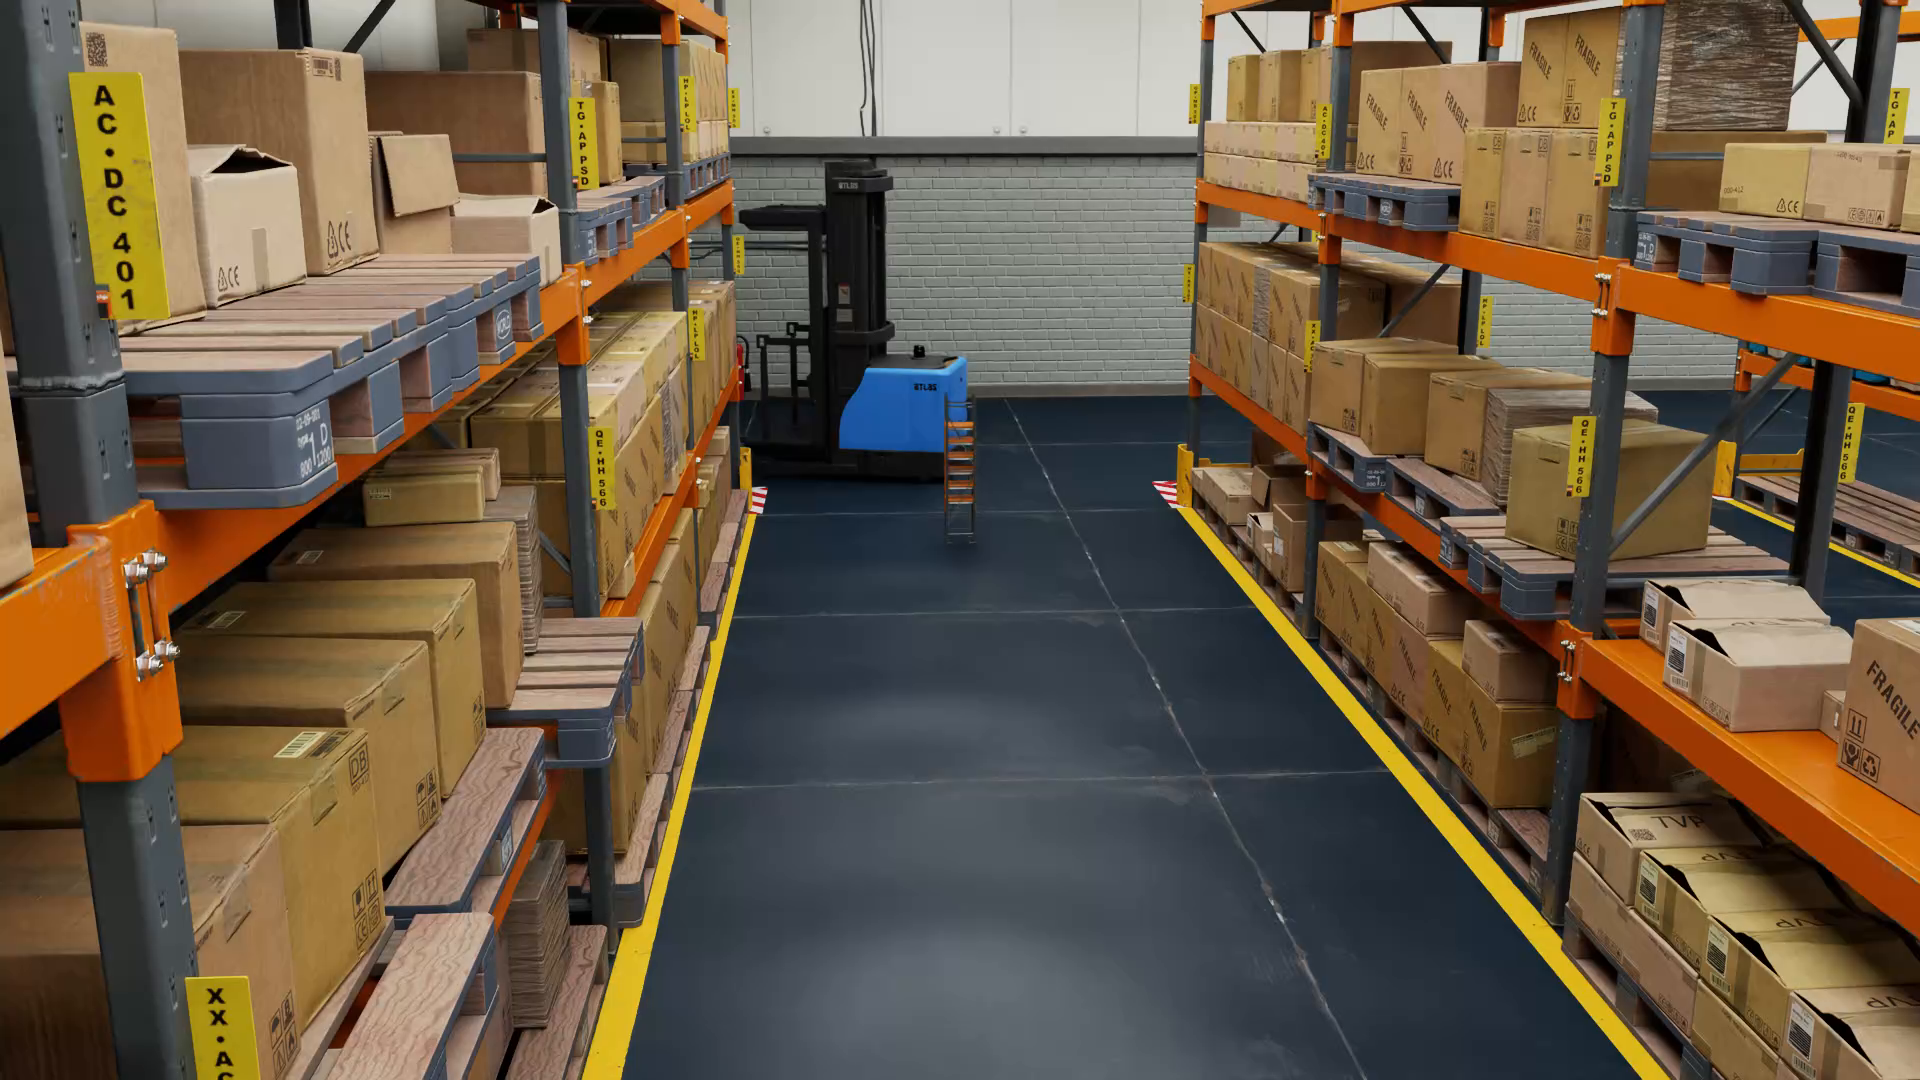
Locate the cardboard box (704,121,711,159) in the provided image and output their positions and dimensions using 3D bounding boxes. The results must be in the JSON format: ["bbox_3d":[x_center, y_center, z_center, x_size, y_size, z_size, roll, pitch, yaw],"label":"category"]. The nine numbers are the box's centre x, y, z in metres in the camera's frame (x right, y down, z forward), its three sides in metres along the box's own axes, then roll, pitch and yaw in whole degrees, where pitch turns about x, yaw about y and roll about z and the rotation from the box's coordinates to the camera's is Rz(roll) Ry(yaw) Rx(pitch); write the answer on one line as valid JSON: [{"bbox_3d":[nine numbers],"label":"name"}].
[{"bbox_3d":[-2.008,-2.799,11.624,0.500,0.250,0.500,-1,14,-5],"label":"cardboard box"}]

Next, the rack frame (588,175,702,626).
[{"bbox_3d":[-2.171,-0.737,10.371,1.000,3.000,0.127,-1,14,-3],"label":"rack frame"}]

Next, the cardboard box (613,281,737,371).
[{"bbox_3d":[-2.378,-1.750,13.707,0.980,0.700,0.700,0,14,-1],"label":"cardboard box"}]

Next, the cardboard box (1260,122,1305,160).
[{"bbox_3d":[2.415,-2.802,11.675,0.500,0.250,0.500,-1,14,-3],"label":"cardboard box"}]

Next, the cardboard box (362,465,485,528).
[{"bbox_3d":[-1.838,-0.153,5.715,0.380,0.149,0.250,-3,15,-13],"label":"cardboard box"}]

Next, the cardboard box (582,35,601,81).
[{"bbox_3d":[-2.248,-2.593,8.978,0.500,0.250,0.500,0,14,1],"label":"cardboard box"}]

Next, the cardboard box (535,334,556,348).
[{"bbox_3d":[-2.328,-0.929,8.776,0.500,0.250,0.500,-1,14,-5],"label":"cardboard box"}]

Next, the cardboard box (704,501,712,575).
[{"bbox_3d":[-2.143,-0.042,11.845,0.700,0.500,0.500,-1,14,-4],"label":"cardboard box"}]

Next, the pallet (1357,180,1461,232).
[{"bbox_3d":[2.810,-1.755,8.684,1.213,0.211,1.003,-1,14,-3],"label":"pallet"}]

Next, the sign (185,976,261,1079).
[{"bbox_3d":[-1.135,0.823,2.570,0.100,0.325,0.005,-1,14,-3],"label":"sign"}]

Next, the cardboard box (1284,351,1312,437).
[{"bbox_3d":[2.485,-0.983,11.127,0.500,0.500,0.500,-1,14,-3],"label":"cardboard box"}]

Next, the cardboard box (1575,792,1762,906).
[{"bbox_3d":[2.760,1.172,6.502,0.500,0.311,0.500,0,14,-2],"label":"cardboard box"}]

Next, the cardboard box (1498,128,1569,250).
[{"bbox_3d":[2.928,-1.555,7.332,0.910,0.500,0.500,-1,14,-3],"label":"cardboard box"}]

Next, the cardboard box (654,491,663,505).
[{"bbox_3d":[-1.834,-0.291,9.102,0.380,0.149,0.250,-1,14,-3],"label":"cardboard box"}]

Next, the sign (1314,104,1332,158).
[{"bbox_3d":[2.231,-2.507,10.194,0.100,0.325,0.005,-1,14,-3],"label":"sign"}]

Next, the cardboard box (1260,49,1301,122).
[{"bbox_3d":[2.595,-3.293,12.078,0.700,0.500,0.500,-1,14,-3],"label":"cardboard box"}]

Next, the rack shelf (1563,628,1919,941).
[{"bbox_3d":[3.144,1.026,4.962,1.077,0.370,4.000,-1,14,-3],"label":"rack shelf"}]

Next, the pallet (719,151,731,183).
[{"bbox_3d":[-2.363,-2.957,13.158,1.003,0.211,1.213,-1,14,-3],"label":"pallet"}]

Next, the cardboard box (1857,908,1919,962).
[{"bbox_3d":[3.366,1.418,5.544,0.500,0.311,0.500,-1,14,-4],"label":"cardboard box"}]

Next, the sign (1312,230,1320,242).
[{"bbox_3d":[3.080,-2.527,14.368,0.100,0.325,0.005,-1,14,-3],"label":"sign"}]

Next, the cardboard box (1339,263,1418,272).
[{"bbox_3d":[2.960,-1.725,12.003,0.500,0.500,0.500,-1,14,-5],"label":"cardboard box"}]

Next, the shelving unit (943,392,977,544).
[{"bbox_3d":[0.001,-0.577,13.363,0.258,1.200,0.189,-1,14,-3],"label":"shelving unit"}]

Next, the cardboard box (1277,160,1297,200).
[{"bbox_3d":[2.456,-2.436,11.255,0.500,0.250,0.500,-1,14,-3],"label":"cardboard box"}]

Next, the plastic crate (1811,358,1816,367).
[{"bbox_3d":[7.135,-1.470,13.628,0.250,0.136,0.298,-1,14,-3],"label":"plastic crate"}]

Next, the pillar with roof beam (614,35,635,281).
[{"bbox_3d":[0.847,-5.362,16.306,9.100,9.000,0.400,-1,14,-3],"label":"pillar with roof beam"}]

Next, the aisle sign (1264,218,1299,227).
[{"bbox_3d":[2.826,-3.090,14.298,0.394,0.787,0.004,-1,14,-3],"label":"aisle sign"}]

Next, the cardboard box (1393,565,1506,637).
[{"bbox_3d":[2.653,0.317,8.901,0.500,0.250,0.500,-1,14,-4],"label":"cardboard box"}]

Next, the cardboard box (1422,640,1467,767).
[{"bbox_3d":[2.696,0.820,8.452,0.500,0.500,0.500,-1,14,-5],"label":"cardboard box"}]

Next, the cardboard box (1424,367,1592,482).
[{"bbox_3d":[2.944,-0.628,8.903,0.700,0.500,0.500,-5,15,-18],"label":"cardboard box"}]

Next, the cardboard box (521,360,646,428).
[{"bbox_3d":[-1.763,-0.682,7.816,0.500,0.250,0.500,-1,14,-3],"label":"cardboard box"}]

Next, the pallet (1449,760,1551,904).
[{"bbox_3d":[3.012,1.345,7.877,1.003,0.211,1.213,-1,14,-3],"label":"pallet"}]

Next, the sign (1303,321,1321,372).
[{"bbox_3d":[2.231,-1.223,10.524,0.100,0.325,0.005,-1,14,-3],"label":"sign"}]

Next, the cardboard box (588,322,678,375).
[{"bbox_3d":[-1.865,-1.063,9.294,0.500,0.250,0.500,-1,14,-2],"label":"cardboard box"}]

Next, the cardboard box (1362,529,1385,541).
[{"bbox_3d":[2.899,0.022,12.224,0.380,0.166,0.250,-1,14,-3],"label":"cardboard box"}]

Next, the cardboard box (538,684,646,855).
[{"bbox_3d":[-1.838,0.911,7.439,0.750,0.750,0.750,-1,14,-4],"label":"cardboard box"}]

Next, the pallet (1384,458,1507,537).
[{"bbox_3d":[2.895,-0.210,8.709,1.003,0.211,1.213,-1,14,-3],"label":"pallet"}]

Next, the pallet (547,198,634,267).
[{"bbox_3d":[-2.017,-1.263,6.773,1.213,0.211,1.003,0,14,-1],"label":"pallet"}]

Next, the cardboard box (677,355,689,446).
[{"bbox_3d":[-1.891,-0.828,9.888,0.500,0.500,0.500,-1,14,-4],"label":"cardboard box"}]

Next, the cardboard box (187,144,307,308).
[{"bbox_3d":[-1.668,-0.651,3.352,0.500,0.311,0.500,0,14,-2],"label":"cardboard box"}]

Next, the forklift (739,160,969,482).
[{"bbox_3d":[-1.484,-2.123,15.897,3.031,2.935,1.130,3,15,10],"label":"forklift"}]

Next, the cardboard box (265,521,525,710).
[{"bbox_3d":[-1.823,0.252,5.445,0.700,0.500,0.500,-2,15,-9],"label":"cardboard box"}]

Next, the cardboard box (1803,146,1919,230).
[{"bbox_3d":[3.155,-1.161,5.457,0.500,0.250,0.500,0,14,-2],"label":"cardboard box"}]

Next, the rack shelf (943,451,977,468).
[{"bbox_3d":[0.001,-0.651,13.344,0.258,0.103,0.180,-1,14,-3],"label":"rack shelf"}]

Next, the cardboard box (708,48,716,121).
[{"bbox_3d":[-2.041,-3.295,12.045,0.500,0.500,0.500,-2,15,-6],"label":"cardboard box"}]

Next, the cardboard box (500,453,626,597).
[{"bbox_3d":[-1.698,-0.069,6.937,0.500,0.500,0.500,0,14,-2],"label":"cardboard box"}]

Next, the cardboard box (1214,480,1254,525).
[{"bbox_3d":[2.337,-0.302,13.317,0.500,0.250,0.500,-1,14,-3],"label":"cardboard box"}]

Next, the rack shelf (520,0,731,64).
[{"bbox_3d":[-2.295,-3.598,11.696,1.077,0.370,4.000,-1,14,-3],"label":"rack shelf"}]

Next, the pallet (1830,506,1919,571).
[{"bbox_3d":[7.554,-0.026,13.203,1.003,0.211,1.213,-1,14,-3],"label":"pallet"}]

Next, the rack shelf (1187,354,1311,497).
[{"bbox_3d":[2.649,-0.963,12.695,1.077,0.370,4.000,-1,14,-3],"label":"rack shelf"}]

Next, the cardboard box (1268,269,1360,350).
[{"bbox_3d":[2.448,-1.596,11.503,0.500,0.500,0.500,-1,14,-5],"label":"cardboard box"}]

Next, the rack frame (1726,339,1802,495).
[{"bbox_3d":[7.469,-1.885,14.832,1.000,3.000,0.127,-1,14,-3],"label":"rack frame"}]

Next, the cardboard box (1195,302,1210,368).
[{"bbox_3d":[2.289,-1.743,14.081,0.500,0.500,0.500,-1,14,-2],"label":"cardboard box"}]
